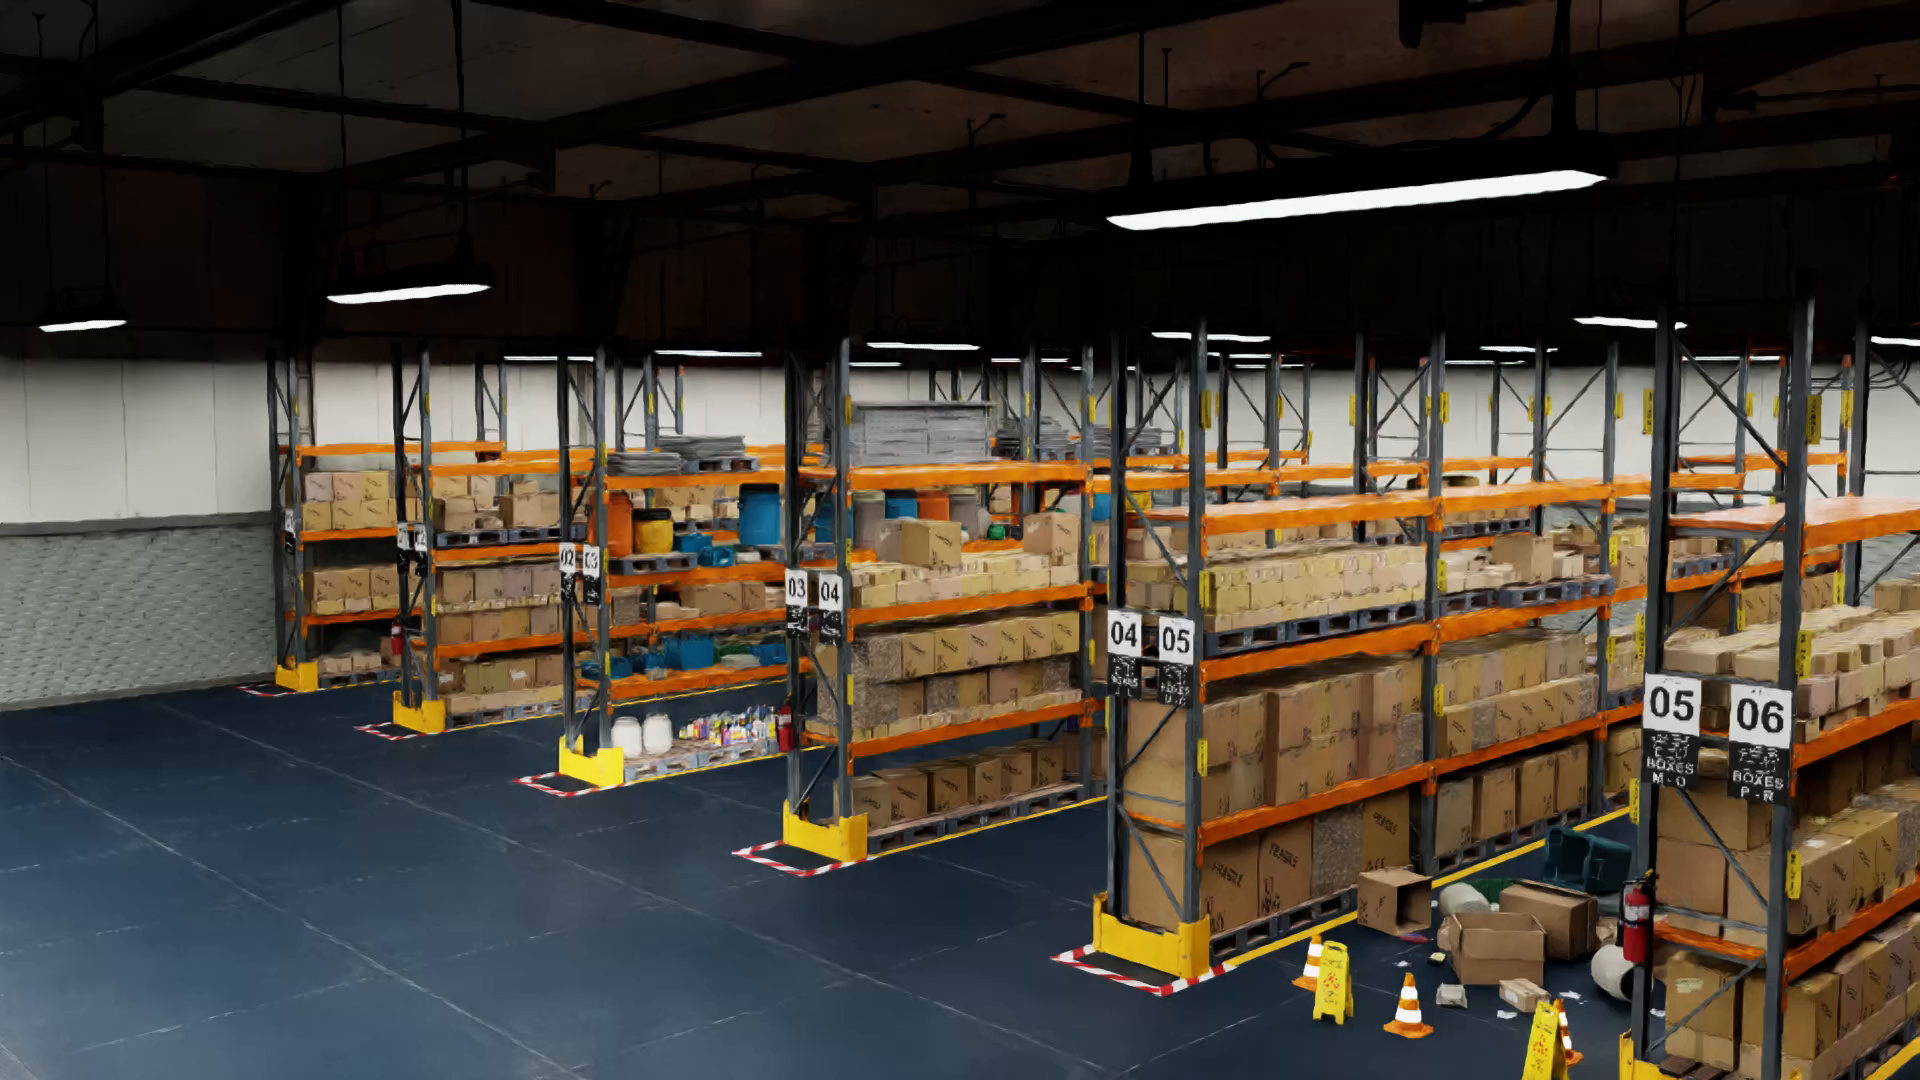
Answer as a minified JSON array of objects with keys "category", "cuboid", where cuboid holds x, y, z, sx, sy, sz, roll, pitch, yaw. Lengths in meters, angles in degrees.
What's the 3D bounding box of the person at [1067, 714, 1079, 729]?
[{"category":"person","cuboid":[1.713,2.234,24.273,0.596,1.639,0.563,-2,5,-19]}]
